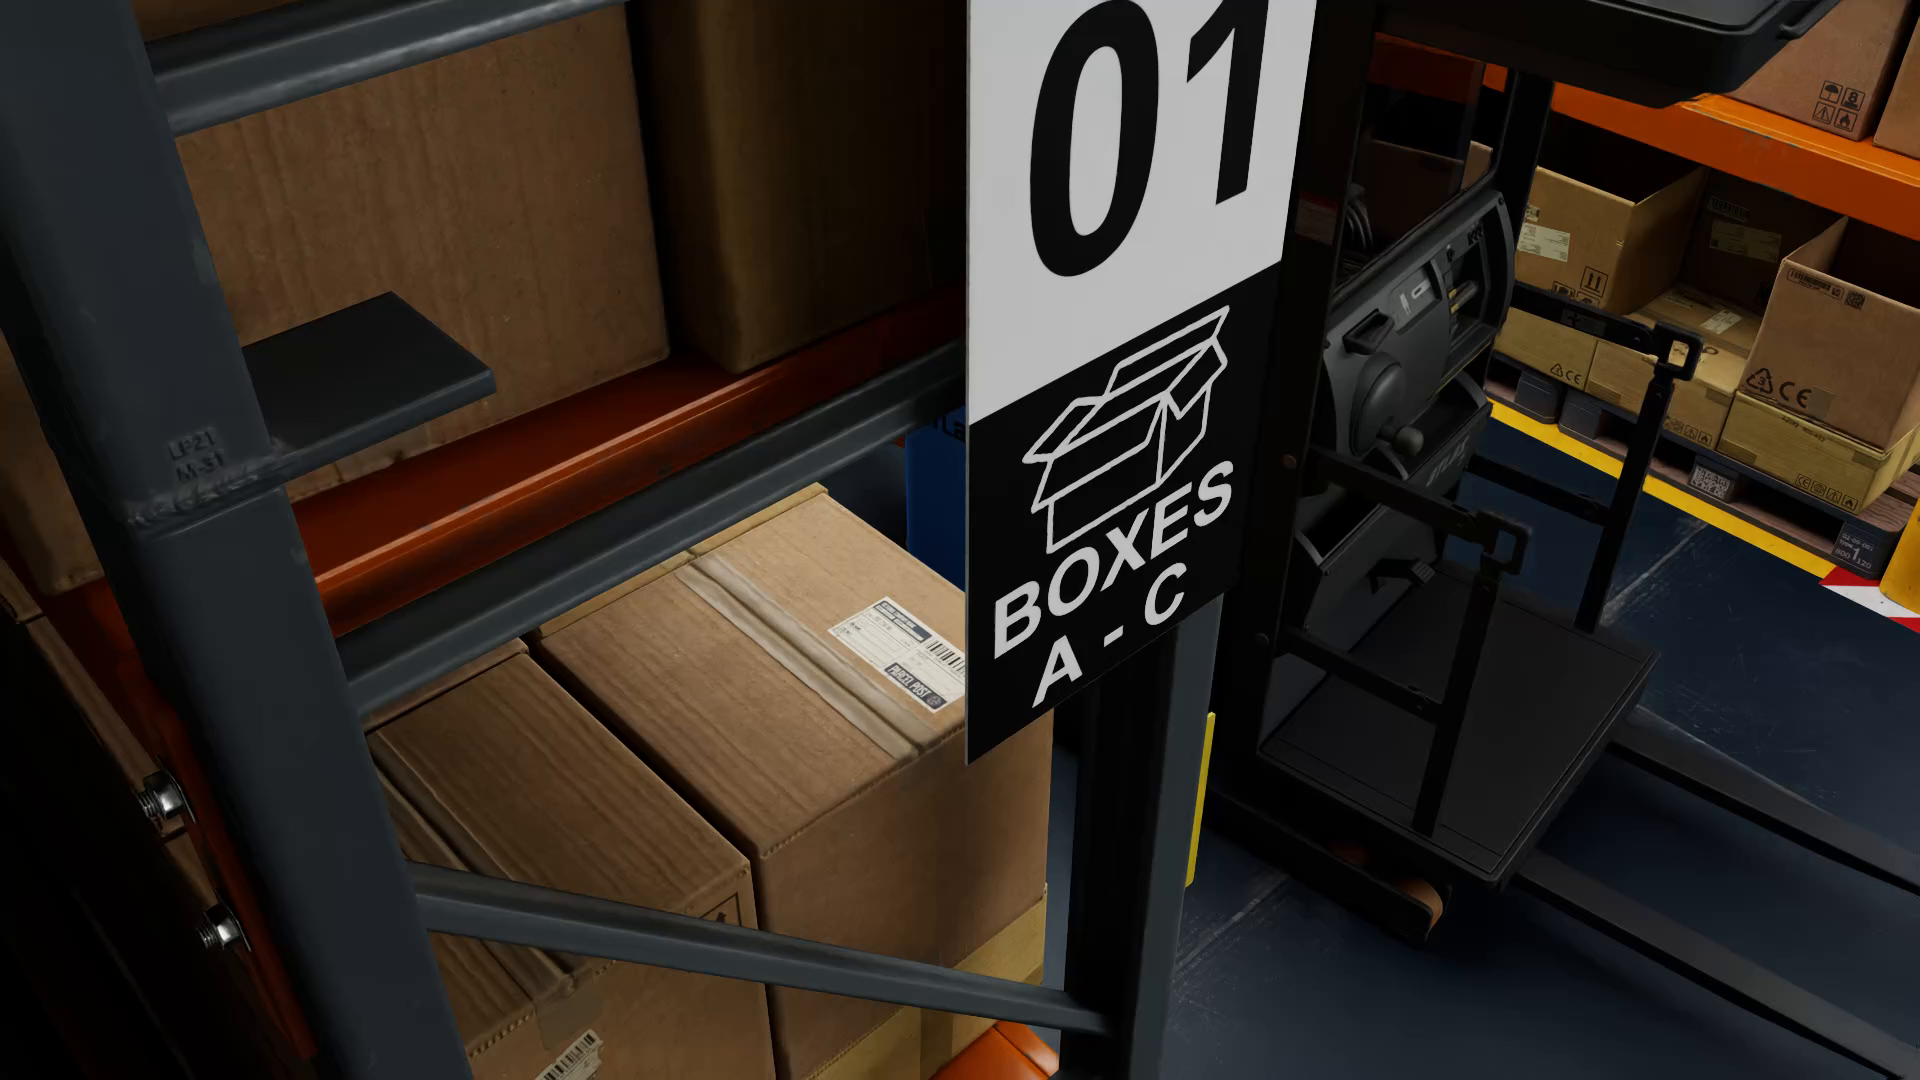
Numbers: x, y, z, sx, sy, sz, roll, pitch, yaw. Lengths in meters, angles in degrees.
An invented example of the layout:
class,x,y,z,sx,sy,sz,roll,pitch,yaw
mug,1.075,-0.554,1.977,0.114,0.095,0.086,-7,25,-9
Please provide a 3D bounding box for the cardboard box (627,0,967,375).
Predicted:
class,x,y,z,sx,sy,sz,roll,pitch,yaw
cardboard box,-0.161,-0.545,1.479,0.500,0.500,0.500,-29,47,-31

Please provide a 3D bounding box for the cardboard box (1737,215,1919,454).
class,x,y,z,sx,sy,sz,roll,pitch,yaw
cardboard box,2.946,-0.685,5.392,0.500,0.500,0.500,-30,48,-32

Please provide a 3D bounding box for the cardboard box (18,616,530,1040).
class,x,y,z,sx,sy,sz,roll,pitch,yaw
cardboard box,-0.927,0.323,2.393,0.500,0.500,0.500,-29,47,-31

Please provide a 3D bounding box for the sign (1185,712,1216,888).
class,x,y,z,sx,sy,sz,roll,pitch,yaw
sign,0.281,0.362,2.150,0.100,0.325,0.005,-30,48,-32

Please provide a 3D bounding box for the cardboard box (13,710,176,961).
class,x,y,z,sx,sy,sz,roll,pitch,yaw
cardboard box,-1.280,0.379,2.921,0.500,0.250,0.500,-30,48,-32

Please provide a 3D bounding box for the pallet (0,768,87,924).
class,x,y,z,sx,sy,sz,roll,pitch,yaw
pallet,-2.344,0.459,4.938,1.003,0.211,1.213,-30,48,-32

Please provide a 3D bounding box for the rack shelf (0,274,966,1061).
class,x,y,z,sx,sy,sz,roll,pitch,yaw
rack shelf,-1.471,-0.884,2.566,1.077,0.370,4.000,-30,48,-32

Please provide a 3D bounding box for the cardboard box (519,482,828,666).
class,x,y,z,sx,sy,sz,roll,pitch,yaw
cardboard box,-0.547,0.106,2.662,0.500,0.500,0.500,-30,48,-32

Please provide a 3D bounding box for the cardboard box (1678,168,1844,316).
class,x,y,z,sx,sy,sz,roll,pitch,yaw
cardboard box,2.989,-1.136,5.951,0.500,0.500,0.500,-30,48,-32

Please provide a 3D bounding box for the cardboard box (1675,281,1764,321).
class,x,y,z,sx,sy,sz,roll,pitch,yaw
cardboard box,2.988,-0.844,6.186,0.500,0.250,0.500,-30,48,-32

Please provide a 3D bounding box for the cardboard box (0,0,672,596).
class,x,y,z,sx,sy,sz,roll,pitch,yaw
cardboard box,-0.588,-0.370,1.262,0.500,0.500,0.500,-26,46,-29

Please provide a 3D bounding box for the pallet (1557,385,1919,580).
class,x,y,z,sx,sy,sz,roll,pitch,yaw
pallet,2.979,-0.429,6.037,1.003,0.211,1.213,-30,48,-32

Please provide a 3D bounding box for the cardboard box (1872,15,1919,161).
class,x,y,z,sx,sy,sz,roll,pitch,yaw
cardboard box,3.221,-1.438,4.988,0.700,0.500,0.500,-30,48,-32

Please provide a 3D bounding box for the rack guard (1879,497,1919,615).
class,x,y,z,sx,sy,sz,roll,pitch,yaw
rack guard,3.544,-0.194,5.517,1.175,0.500,0.348,-30,48,-32

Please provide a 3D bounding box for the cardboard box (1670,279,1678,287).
class,x,y,z,sx,sy,sz,roll,pitch,yaw
cardboard box,2.650,-1.075,6.473,0.500,0.250,0.500,-30,48,-32

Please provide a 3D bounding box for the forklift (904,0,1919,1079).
class,x,y,z,sx,sy,sz,roll,pitch,yaw
forklift,1.281,-0.475,3.929,3.031,2.935,1.130,27,46,30

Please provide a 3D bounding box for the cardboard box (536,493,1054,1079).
class,x,y,z,sx,sy,sz,roll,pitch,yaw
cardboard box,-0.220,0.339,2.373,0.500,0.500,0.500,-30,48,-32

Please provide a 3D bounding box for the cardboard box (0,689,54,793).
class,x,y,z,sx,sy,sz,roll,pitch,yaw
cardboard box,-1.624,0.147,3.209,0.500,0.250,0.500,-29,47,-31

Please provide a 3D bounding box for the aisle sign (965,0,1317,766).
class,x,y,z,sx,sy,sz,roll,pitch,yaw
aisle sign,0.151,-0.176,1.436,0.394,0.787,0.004,-30,48,-32

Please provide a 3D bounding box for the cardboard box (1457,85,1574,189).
class,x,y,z,sx,sy,sz,roll,pitch,yaw
cardboard box,1.921,-1.373,6.245,0.500,0.500,0.500,-30,48,-32

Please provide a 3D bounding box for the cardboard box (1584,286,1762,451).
class,x,y,z,sx,sy,sz,roll,pitch,yaw
cardboard box,2.600,-0.620,5.909,0.500,0.250,0.500,-30,48,-32

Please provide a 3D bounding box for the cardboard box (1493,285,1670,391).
class,x,y,z,sx,sy,sz,roll,pitch,yaw
cardboard box,2.261,-0.851,6.195,0.500,0.250,0.500,-30,48,-32

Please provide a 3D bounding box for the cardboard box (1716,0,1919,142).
class,x,y,z,sx,sy,sz,roll,pitch,yaw
cardboard box,2.862,-1.679,5.286,0.700,0.500,0.500,-29,47,-31

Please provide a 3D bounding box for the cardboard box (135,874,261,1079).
class,x,y,z,sx,sy,sz,roll,pitch,yaw
cardboard box,-0.936,0.610,2.636,0.500,0.250,0.500,-29,47,-31

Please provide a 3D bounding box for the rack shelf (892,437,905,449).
class,x,y,z,sx,sy,sz,roll,pitch,yaw
rack shelf,-0.339,-0.571,5.474,1.000,0.185,0.538,27,46,30

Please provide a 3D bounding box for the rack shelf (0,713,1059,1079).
class,x,y,z,sx,sy,sz,roll,pitch,yaw
rack shelf,-1.471,0.283,3.508,1.077,0.370,4.000,-30,48,-32

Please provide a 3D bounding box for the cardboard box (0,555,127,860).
class,x,y,z,sx,sy,sz,roll,pitch,yaw
cardboard box,-1.280,0.086,2.687,0.500,0.500,0.500,-31,48,-33

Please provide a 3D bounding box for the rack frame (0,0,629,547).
class,x,y,z,sx,sy,sz,roll,pitch,yaw
rack frame,-0.119,-1.405,0.251,1.000,3.000,0.127,-30,48,-32

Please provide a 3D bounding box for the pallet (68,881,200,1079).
class,x,y,z,sx,sy,sz,roll,pitch,yaw
pallet,-1.515,1.023,4.239,1.003,0.211,1.213,-30,48,-32

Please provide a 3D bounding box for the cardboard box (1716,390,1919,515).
class,x,y,z,sx,sy,sz,roll,pitch,yaw
cardboard box,2.947,-0.394,5.629,0.500,0.250,0.500,-30,48,-32

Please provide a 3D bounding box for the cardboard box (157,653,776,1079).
class,x,y,z,sx,sy,sz,roll,pitch,yaw
cardboard box,-0.594,0.560,2.100,0.500,0.500,0.500,-31,48,-32

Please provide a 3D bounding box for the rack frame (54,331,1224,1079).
class,x,y,z,sx,sy,sz,roll,pitch,yaw
rack frame,-0.119,0.929,2.136,1.000,3.000,0.127,-30,48,-32

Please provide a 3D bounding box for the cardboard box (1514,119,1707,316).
class,x,y,z,sx,sy,sz,roll,pitch,yaw
cardboard box,2.258,-1.141,5.957,0.500,0.500,0.500,-30,48,-32

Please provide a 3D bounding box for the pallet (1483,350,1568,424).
class,x,y,z,sx,sy,sz,roll,pitch,yaw
pallet,2.159,-0.993,6.736,1.003,0.211,1.213,-30,48,-32

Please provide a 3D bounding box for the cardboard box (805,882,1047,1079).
class,x,y,z,sx,sy,sz,roll,pitch,yaw
cardboard box,-0.215,0.619,2.624,0.500,0.250,0.500,-31,48,-33

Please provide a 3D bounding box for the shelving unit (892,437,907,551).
class,x,y,z,sx,sy,sz,roll,pitch,yaw
shelving unit,-0.346,-0.715,5.365,1.083,1.500,0.587,27,46,30

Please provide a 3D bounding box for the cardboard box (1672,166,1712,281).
class,x,y,z,sx,sy,sz,roll,pitch,yaw
cardboard box,2.641,-1.362,6.231,0.500,0.500,0.500,-30,48,-32
